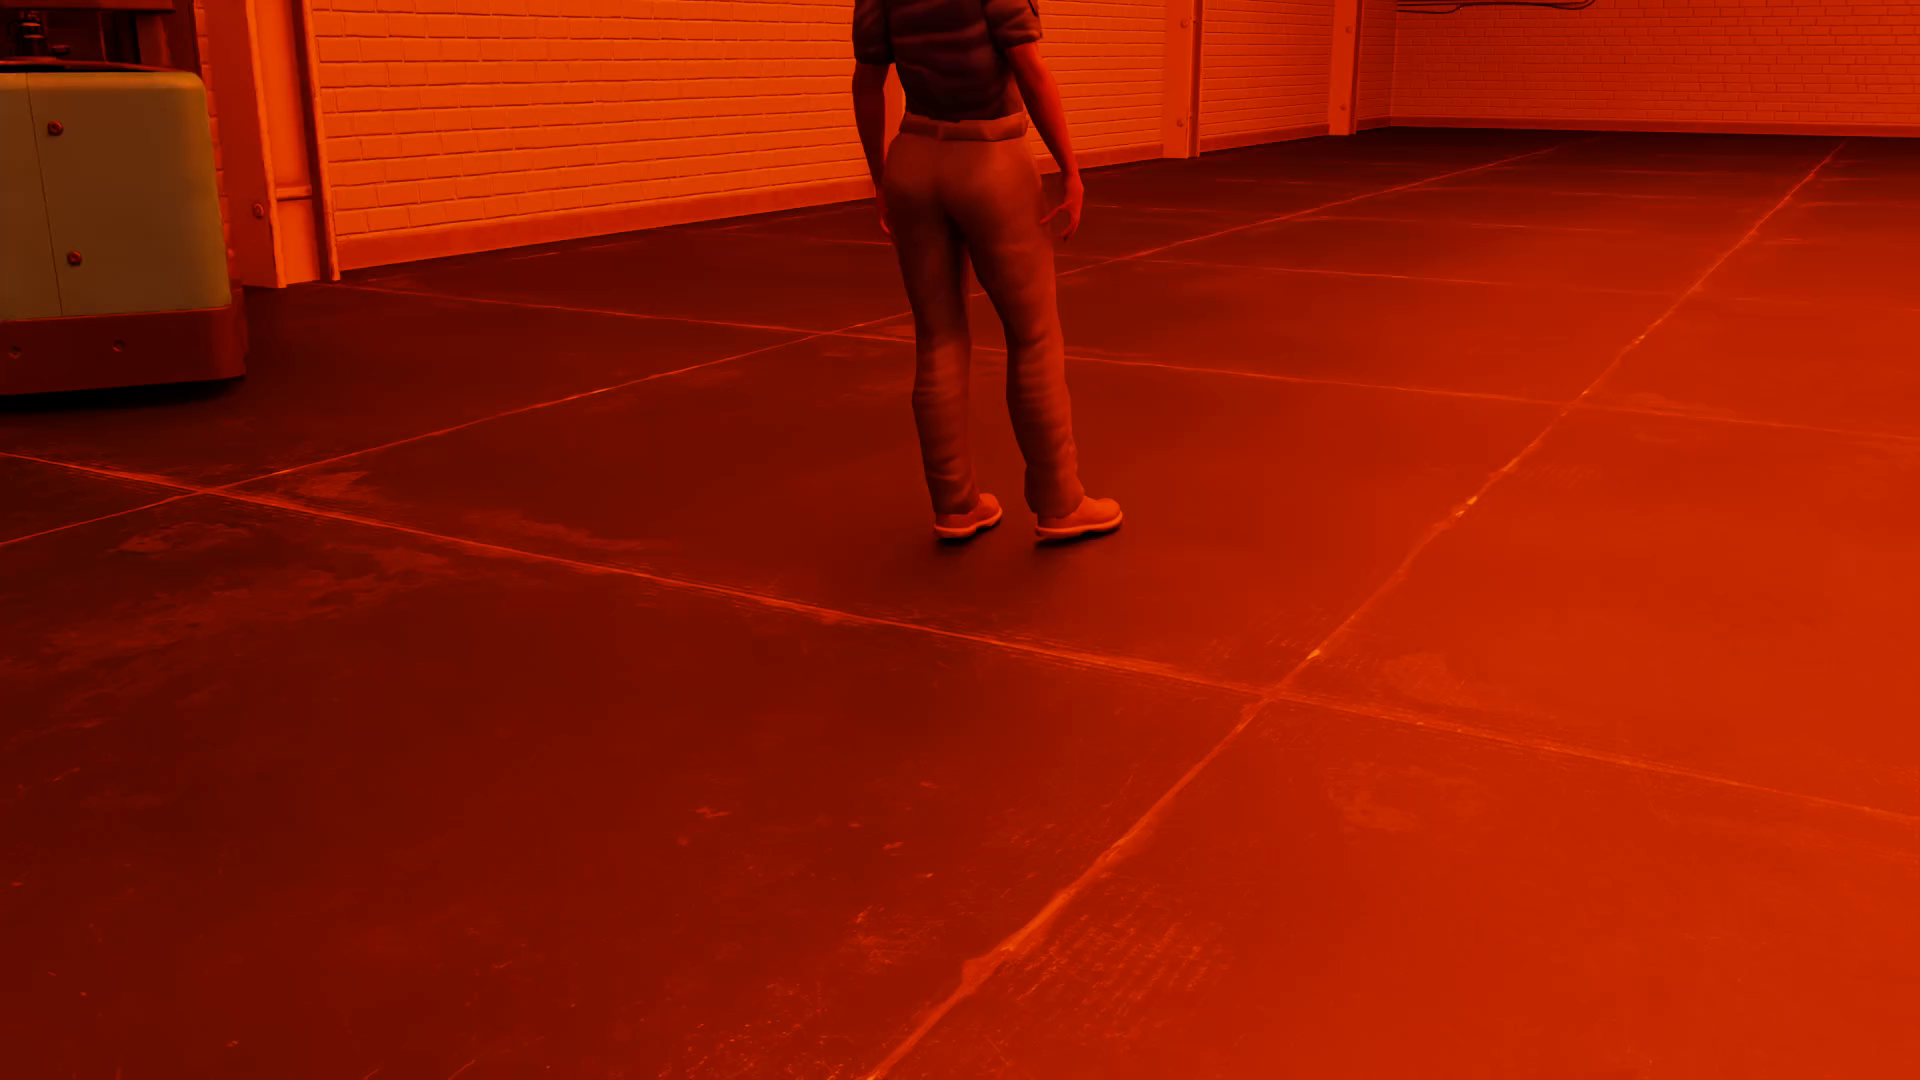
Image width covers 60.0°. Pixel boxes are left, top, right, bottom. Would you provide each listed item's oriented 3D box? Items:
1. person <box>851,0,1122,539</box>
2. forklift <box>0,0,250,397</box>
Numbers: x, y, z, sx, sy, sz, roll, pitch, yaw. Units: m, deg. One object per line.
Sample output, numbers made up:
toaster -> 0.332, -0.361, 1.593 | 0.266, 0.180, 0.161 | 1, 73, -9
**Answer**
person -> 0.061, -0.819, 3.868 | 0.569, 1.654, 0.504 | 9, 19, 28
forklift -> -3.554, -2.212, 6.363 | 1.130, 2.935, 3.031 | -8, 18, -24
